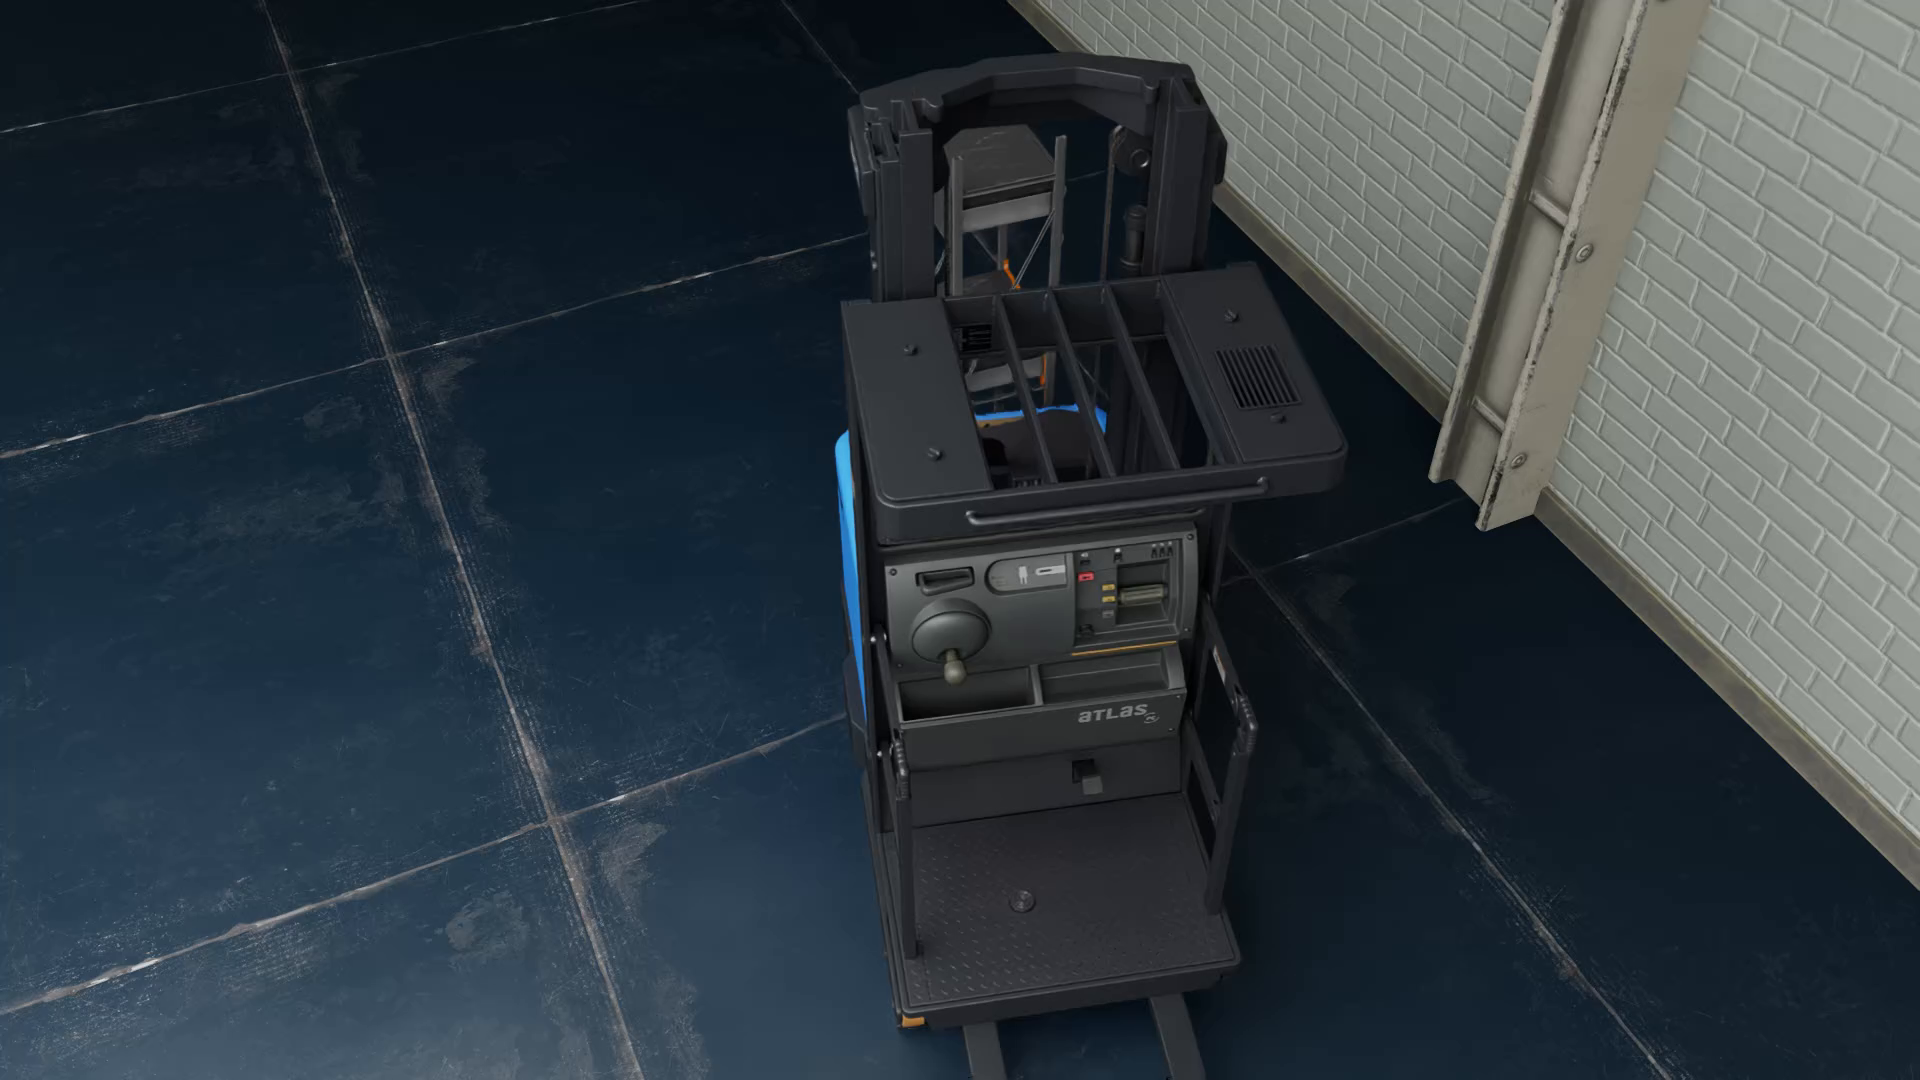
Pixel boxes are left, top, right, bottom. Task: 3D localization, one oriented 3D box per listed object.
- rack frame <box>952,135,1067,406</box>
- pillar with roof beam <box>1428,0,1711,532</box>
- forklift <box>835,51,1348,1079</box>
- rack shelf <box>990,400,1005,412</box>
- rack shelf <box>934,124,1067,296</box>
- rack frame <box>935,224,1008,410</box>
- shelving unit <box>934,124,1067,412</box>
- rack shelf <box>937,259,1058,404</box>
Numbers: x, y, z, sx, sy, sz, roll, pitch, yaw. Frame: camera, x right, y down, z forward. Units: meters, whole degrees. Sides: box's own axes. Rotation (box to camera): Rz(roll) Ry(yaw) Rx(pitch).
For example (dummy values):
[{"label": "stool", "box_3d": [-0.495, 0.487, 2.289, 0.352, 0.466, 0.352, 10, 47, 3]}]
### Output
[{"label": "rack frame", "box_3d": [0.162, -0.534, 6.166, 0.400, 2.100, 0.015, -15, 47, -14]}, {"label": "pillar with roof beam", "box_3d": [-1.603, -2.138, 2.878, 9.100, 9.000, 0.400, -18, 47, -17]}, {"label": "forklift", "box_3d": [0.283, 0.280, 4.748, 1.130, 2.935, 3.031, -7, 45, -7]}, {"label": "rack shelf", "box_3d": [0.077, -0.187, 6.829, 0.431, 0.518, 0.480, -15, 47, -14]}, {"label": "rack shelf", "box_3d": [0.077, -1.183, 5.846, 0.431, 0.518, 0.480, -15, 47, -14]}, {"label": "rack frame", "box_3d": [-0.009, -0.855, 6.491, 0.400, 2.100, 0.015, -15, 47, -14]}, {"label": "shelving unit", "box_3d": [0.077, -0.695, 6.328, 0.431, 2.100, 0.503, -15, 47, -14]}, {"label": "rack shelf", "box_3d": [0.077, -0.685, 6.338, 0.431, 0.518, 0.480, -15, 47, -14]}]
